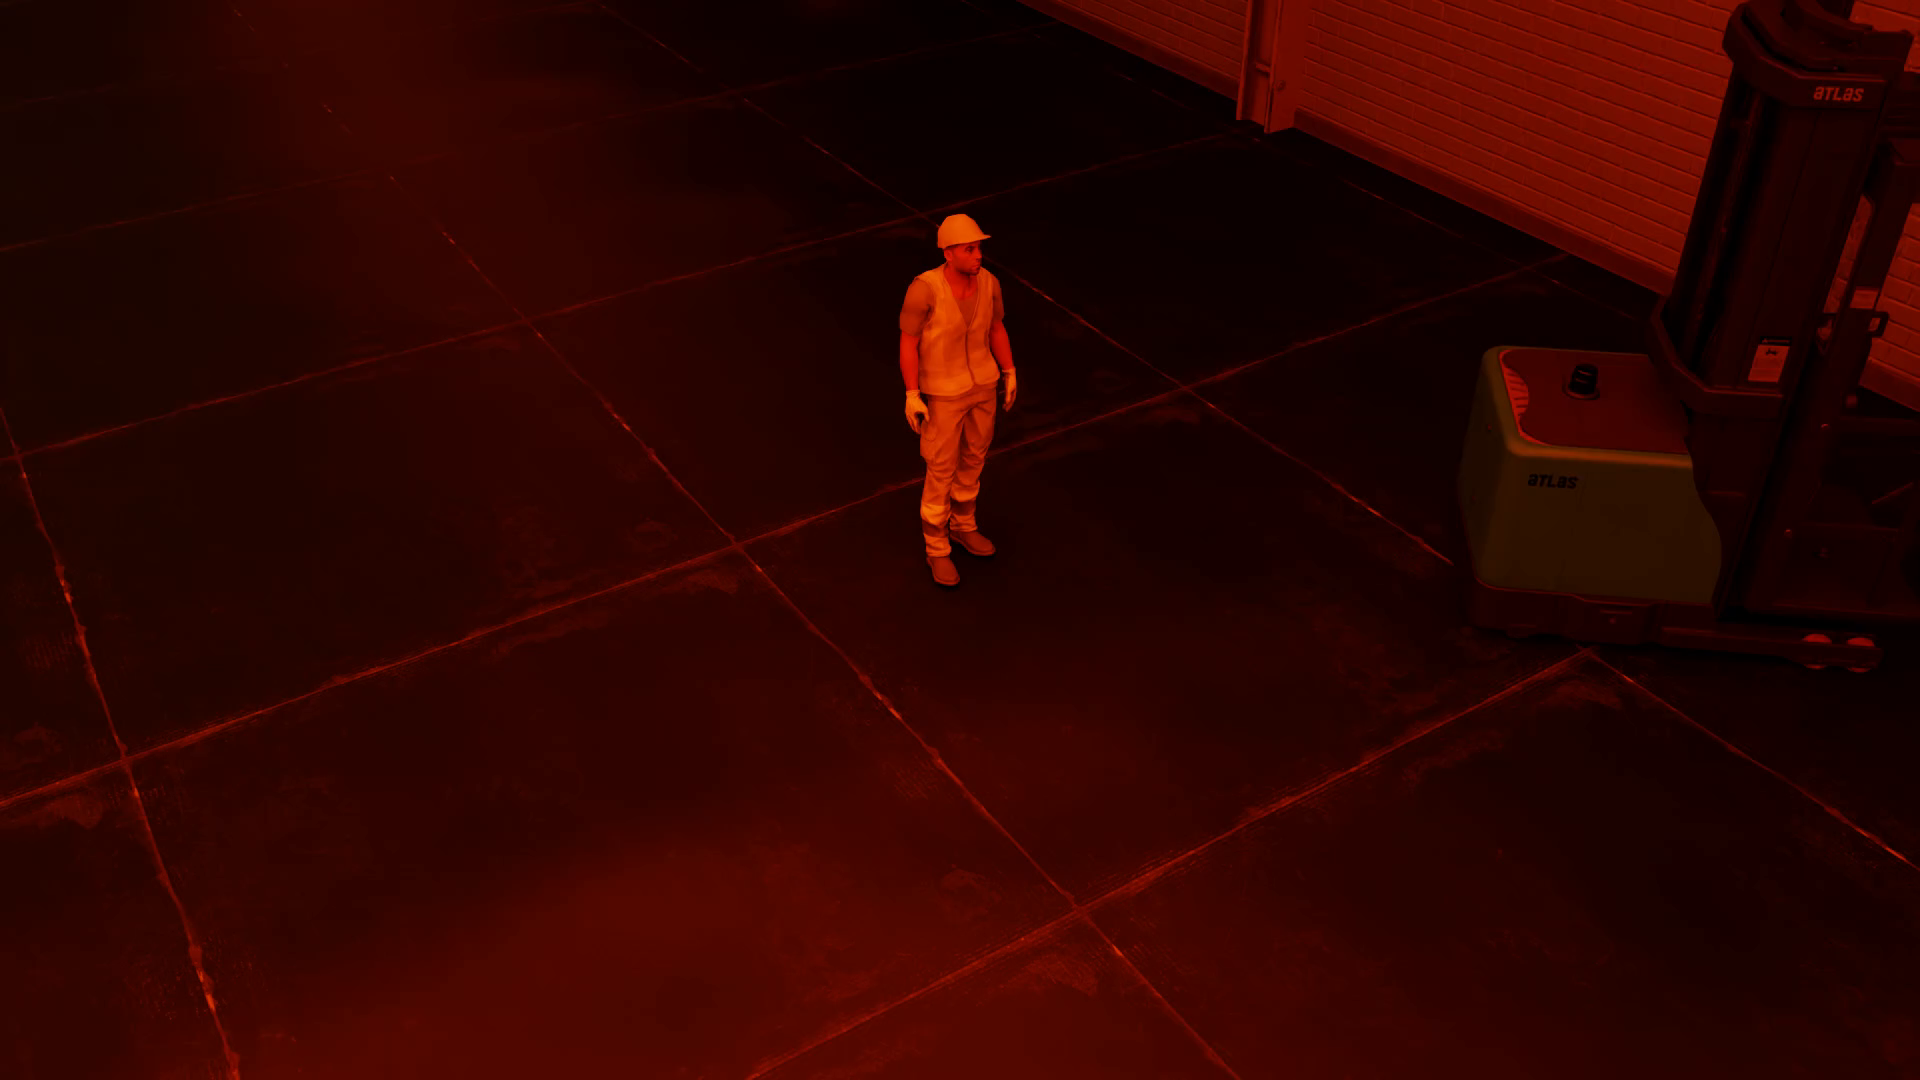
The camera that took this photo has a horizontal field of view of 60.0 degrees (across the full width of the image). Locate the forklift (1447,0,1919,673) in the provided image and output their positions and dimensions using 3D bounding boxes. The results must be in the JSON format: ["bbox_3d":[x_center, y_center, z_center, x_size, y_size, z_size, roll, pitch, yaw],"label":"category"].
[{"bbox_3d":[4.005,-0.904,7.434,3.031,2.935,1.130,4,35,6],"label":"forklift"}]

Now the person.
[{"bbox_3d":[0.034,-0.695,8.118,0.637,1.790,0.562,-21,40,-27],"label":"person"}]
